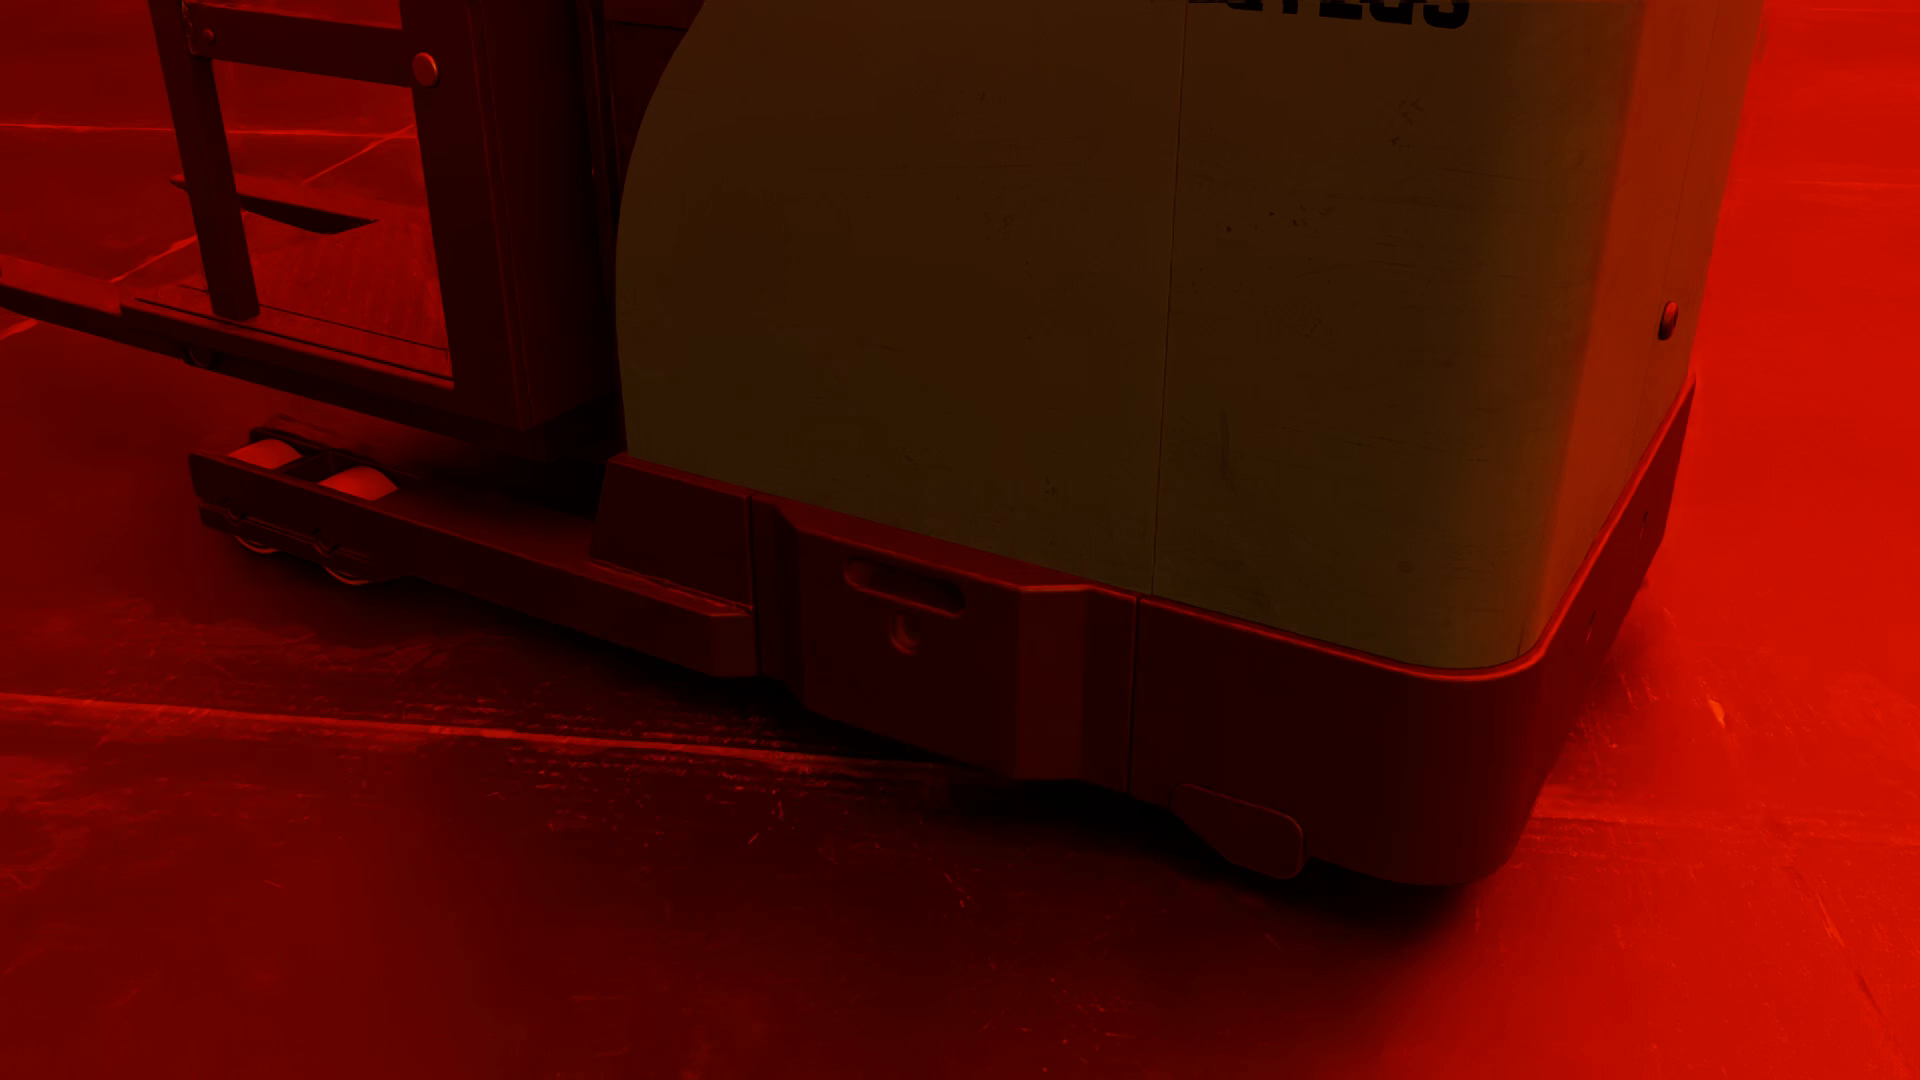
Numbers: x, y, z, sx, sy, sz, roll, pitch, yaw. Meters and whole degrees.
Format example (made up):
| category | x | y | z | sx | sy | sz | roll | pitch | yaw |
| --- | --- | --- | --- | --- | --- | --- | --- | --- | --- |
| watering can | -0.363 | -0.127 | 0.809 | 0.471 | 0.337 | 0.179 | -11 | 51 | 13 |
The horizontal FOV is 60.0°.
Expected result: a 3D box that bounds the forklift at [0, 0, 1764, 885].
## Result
| category | x | y | z | sx | sy | sz | roll | pitch | yaw |
| --- | --- | --- | --- | --- | --- | --- | --- | --- | --- |
| forklift | -0.529 | -1.433 | 2.088 | 3.031 | 2.935 | 1.130 | 15 | 30 | 27 |
